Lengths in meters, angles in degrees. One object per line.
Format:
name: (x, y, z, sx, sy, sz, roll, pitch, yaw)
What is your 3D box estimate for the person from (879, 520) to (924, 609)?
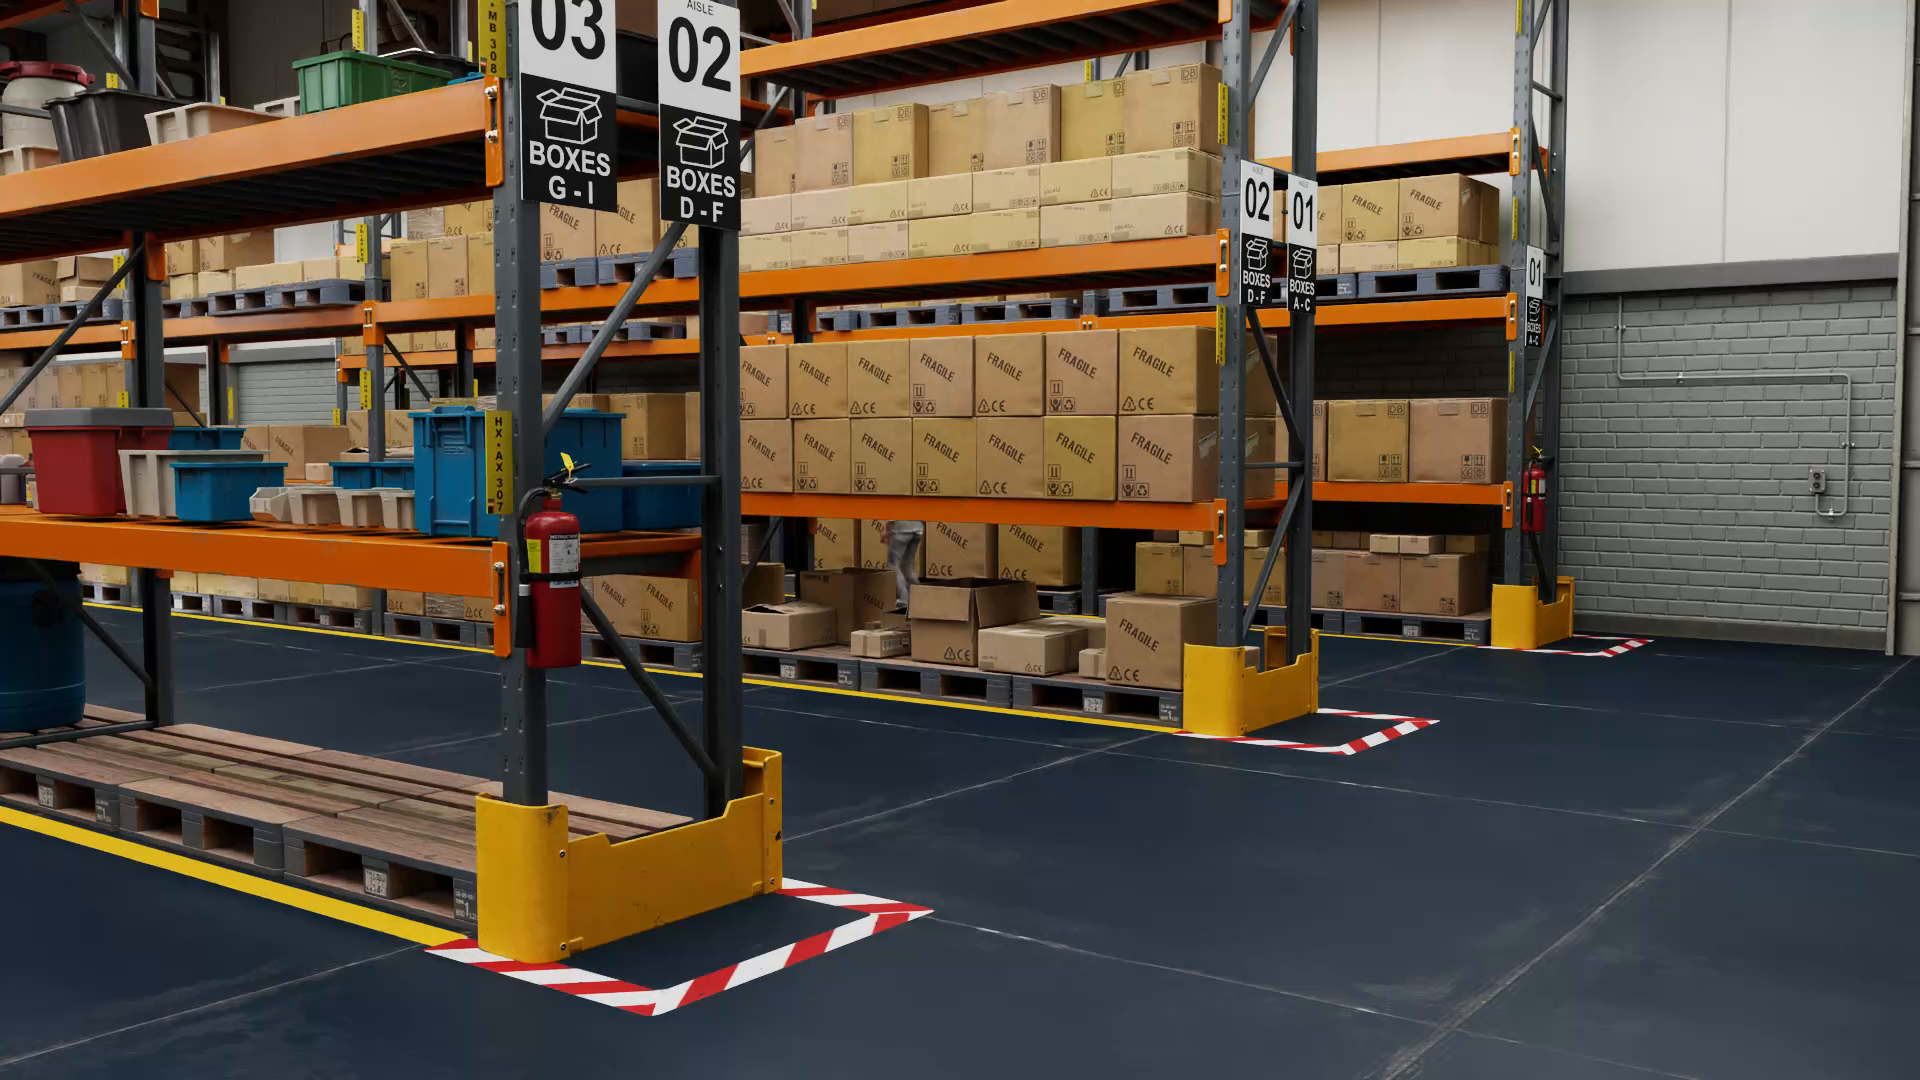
person: (-0.541, -0.052, 15.685, 0.353, 1.556, 0.420, 3, 4, 38)
